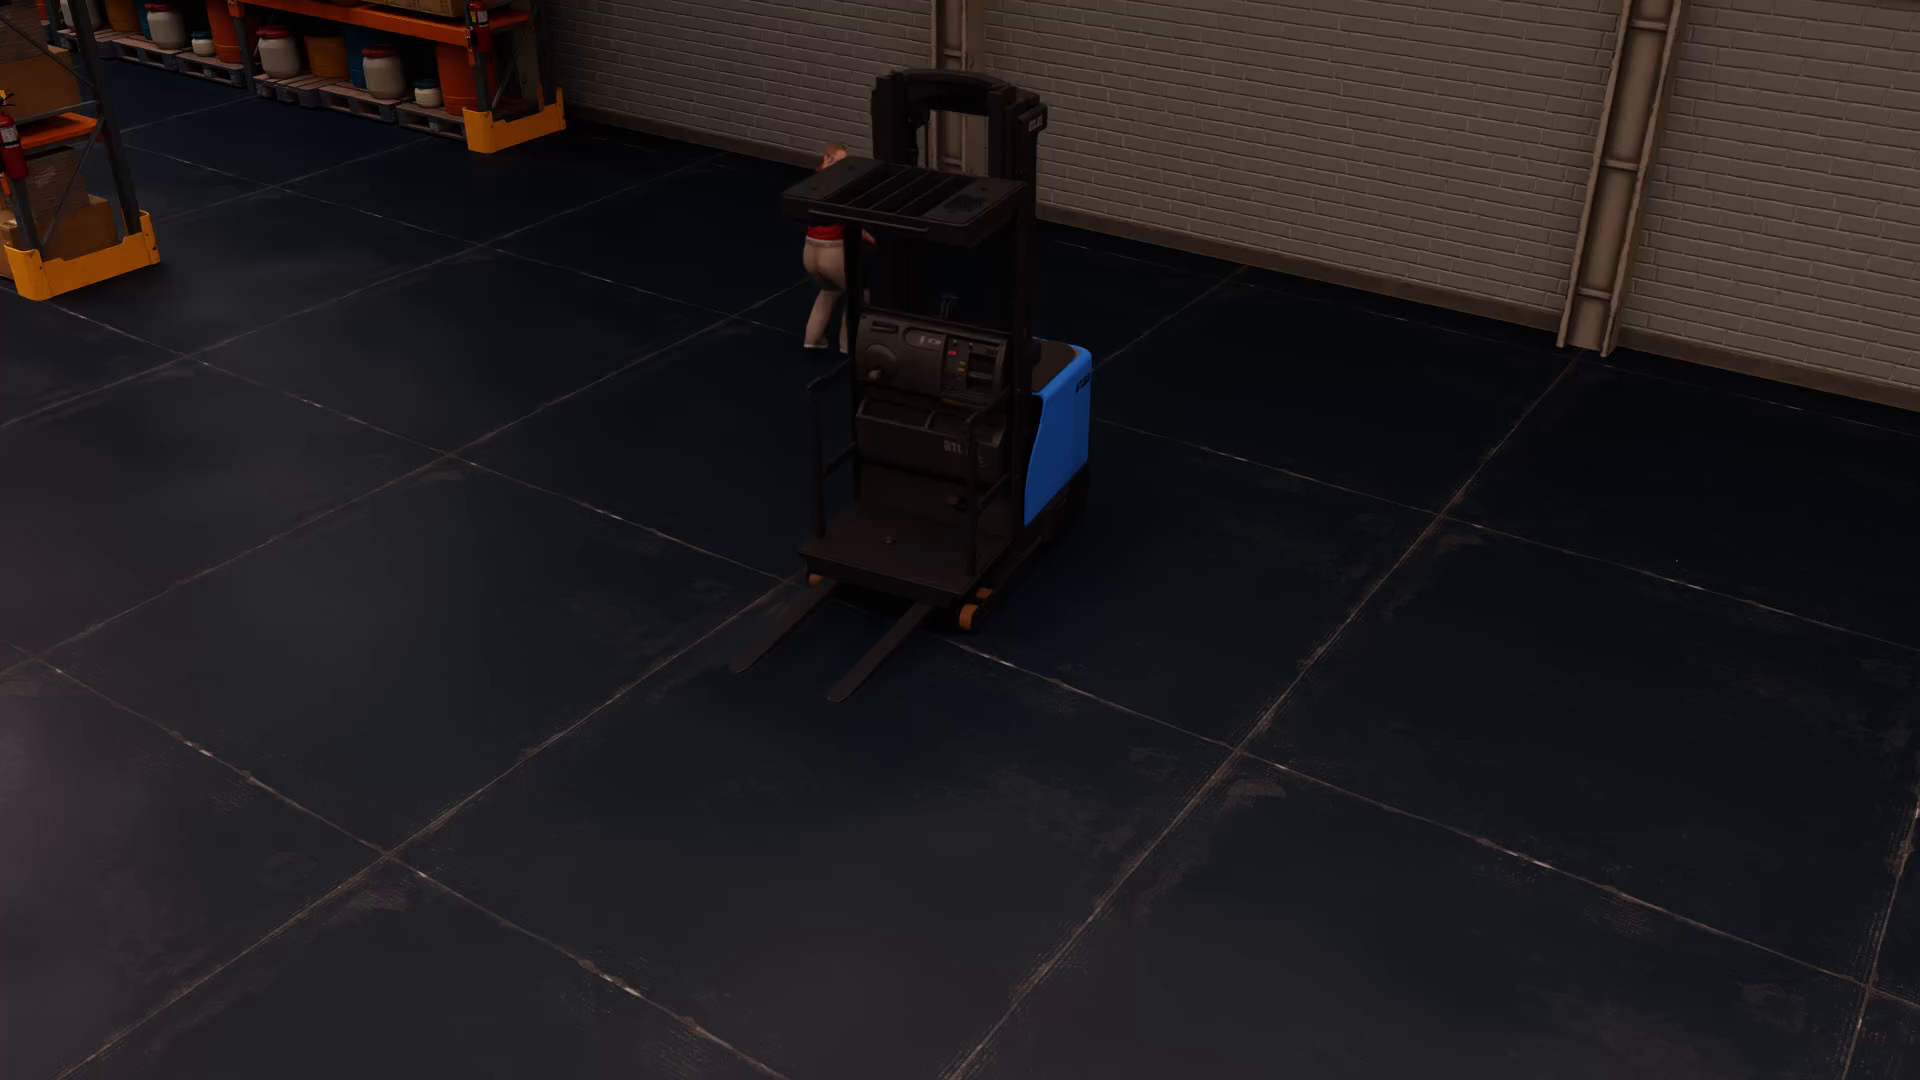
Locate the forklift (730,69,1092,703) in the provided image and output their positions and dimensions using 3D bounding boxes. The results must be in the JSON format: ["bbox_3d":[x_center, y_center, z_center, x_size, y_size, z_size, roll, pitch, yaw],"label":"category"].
[{"bbox_3d":[-0.262,-0.989,9.285,1.130,2.935,3.031,14,33,22],"label":"forklift"}]

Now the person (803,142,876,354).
[{"bbox_3d":[-0.888,-2.215,12.702,0.700,1.670,0.783,-24,38,-35],"label":"person"}]
